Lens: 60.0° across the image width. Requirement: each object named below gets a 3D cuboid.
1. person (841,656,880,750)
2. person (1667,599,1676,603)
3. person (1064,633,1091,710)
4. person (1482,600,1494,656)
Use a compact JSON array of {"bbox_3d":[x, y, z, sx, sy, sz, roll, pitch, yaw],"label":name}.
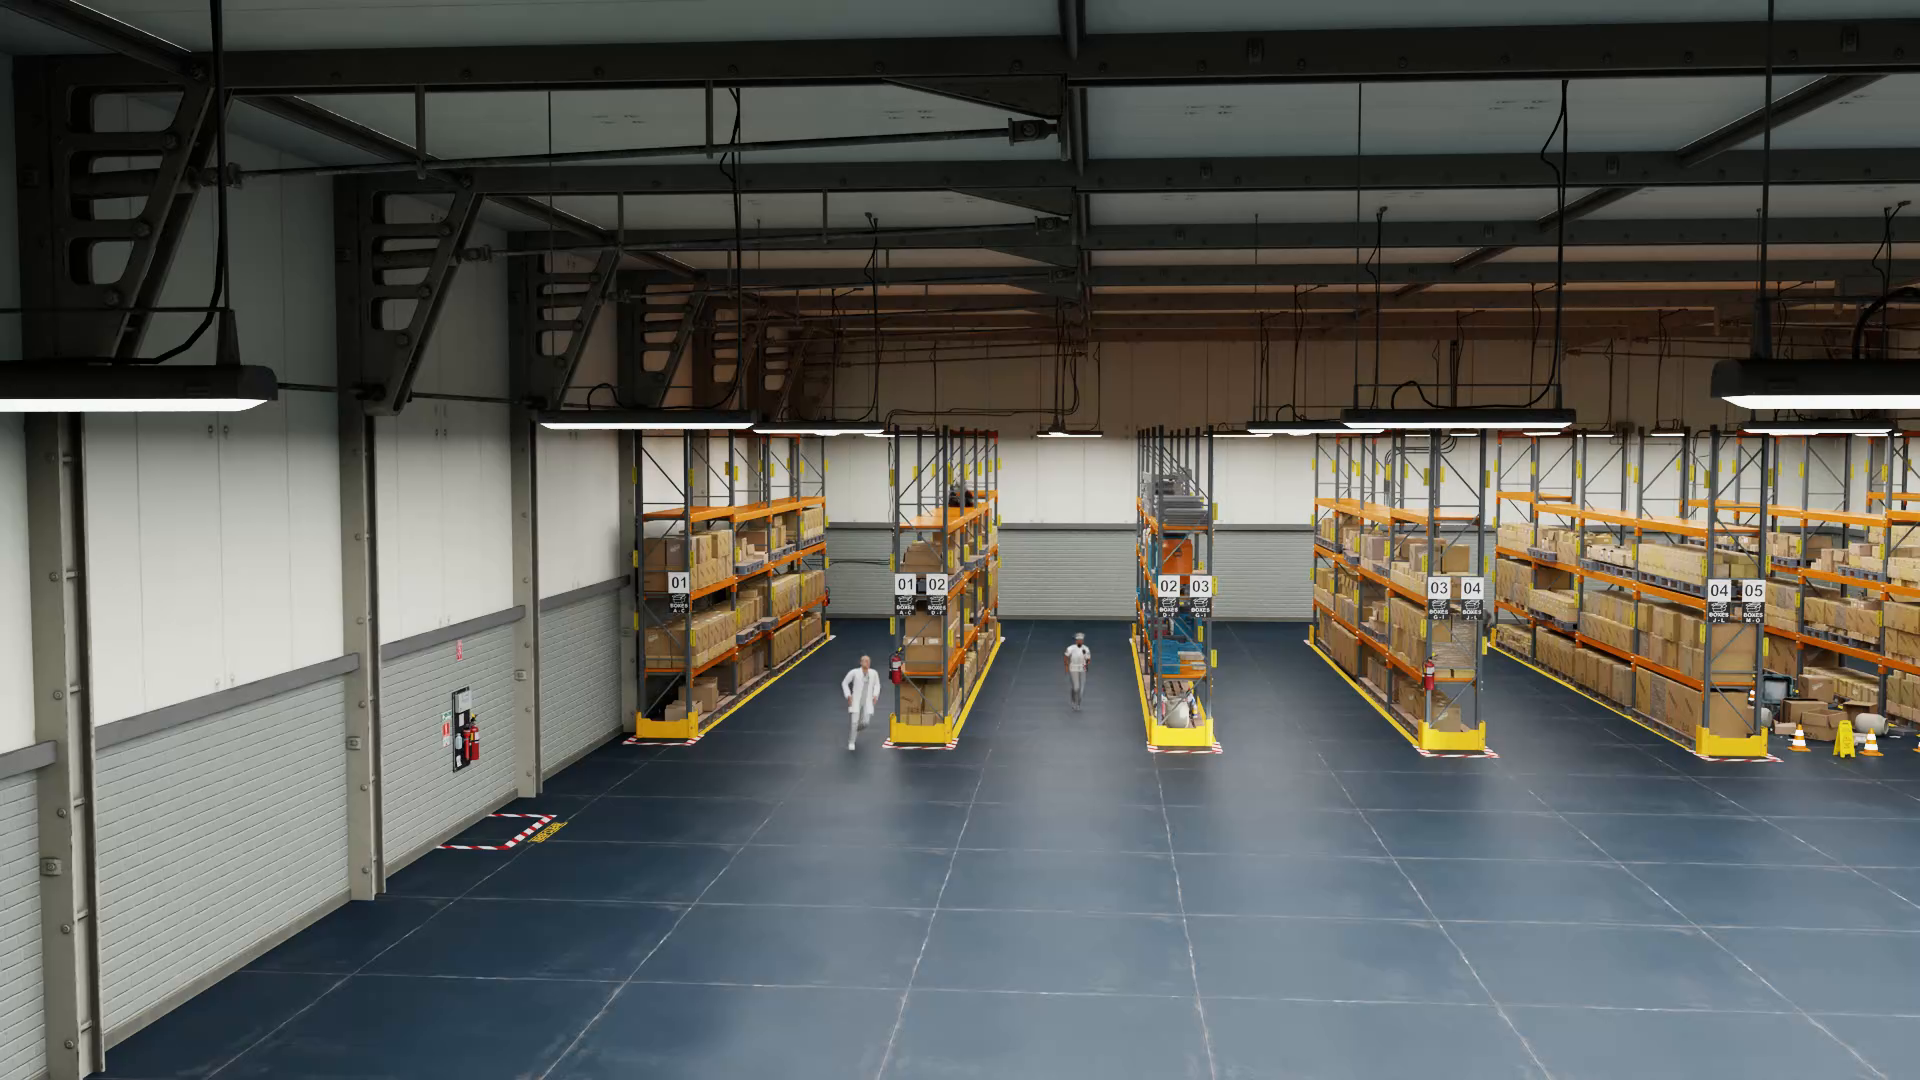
[{"bbox_3d":[-1.836,3.013,31.011,0.759,1.718,0.587,-1,4,-19],"label":"person"},{"bbox_3d":[20.242,2.052,47.215,0.799,1.672,0.720,2,4,29],"label":"person"},{"bbox_3d":[2.488,2.774,35.026,0.543,1.650,0.723,0,3,-7],"label":"person"},{"bbox_3d":[13.264,2.338,42.368,0.650,1.693,0.604,1,3,9],"label":"person"}]
